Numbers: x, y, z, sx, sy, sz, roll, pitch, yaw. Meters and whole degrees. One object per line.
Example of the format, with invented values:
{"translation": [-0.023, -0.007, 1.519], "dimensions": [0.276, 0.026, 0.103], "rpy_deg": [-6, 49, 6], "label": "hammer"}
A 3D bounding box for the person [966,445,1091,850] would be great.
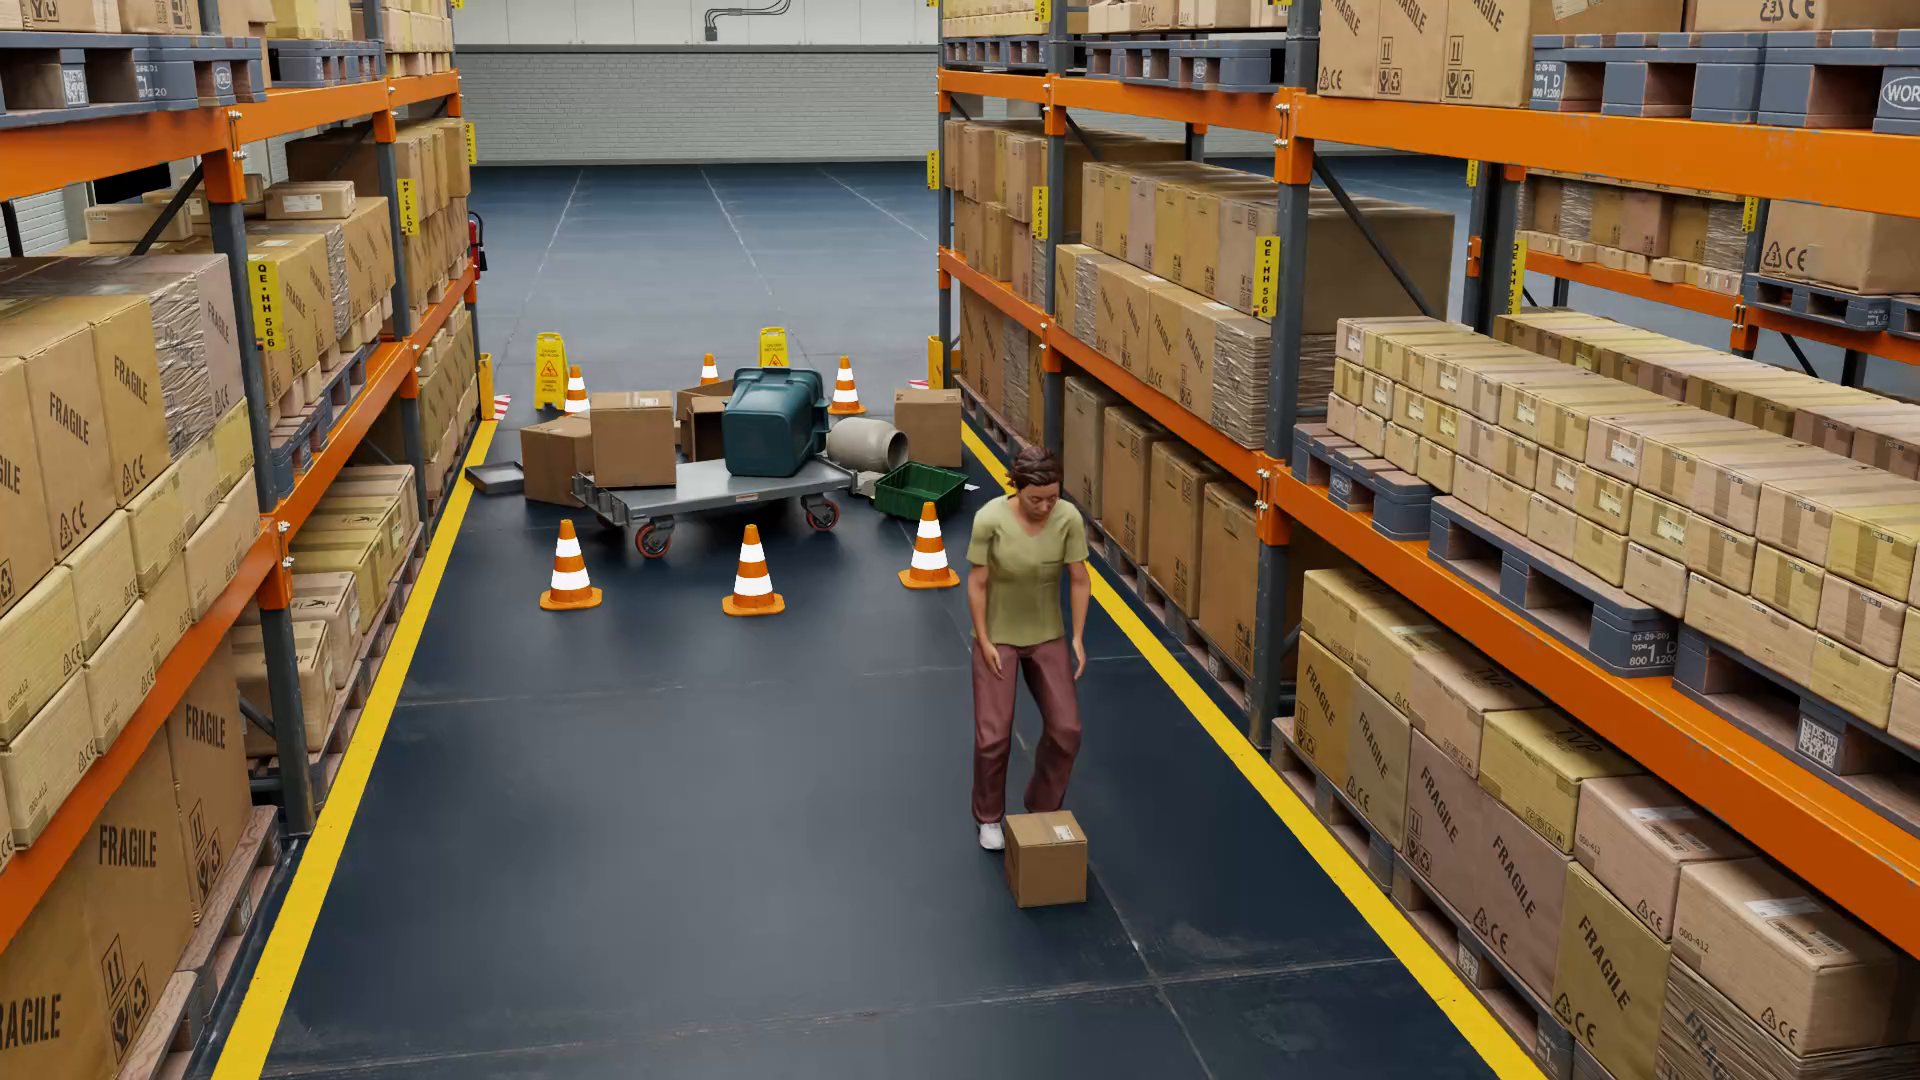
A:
{"translation": [0.263, 0.399, 6.332], "dimensions": [0.478, 1.603, 0.426], "rpy_deg": [-3, 17, -9], "label": "person"}
